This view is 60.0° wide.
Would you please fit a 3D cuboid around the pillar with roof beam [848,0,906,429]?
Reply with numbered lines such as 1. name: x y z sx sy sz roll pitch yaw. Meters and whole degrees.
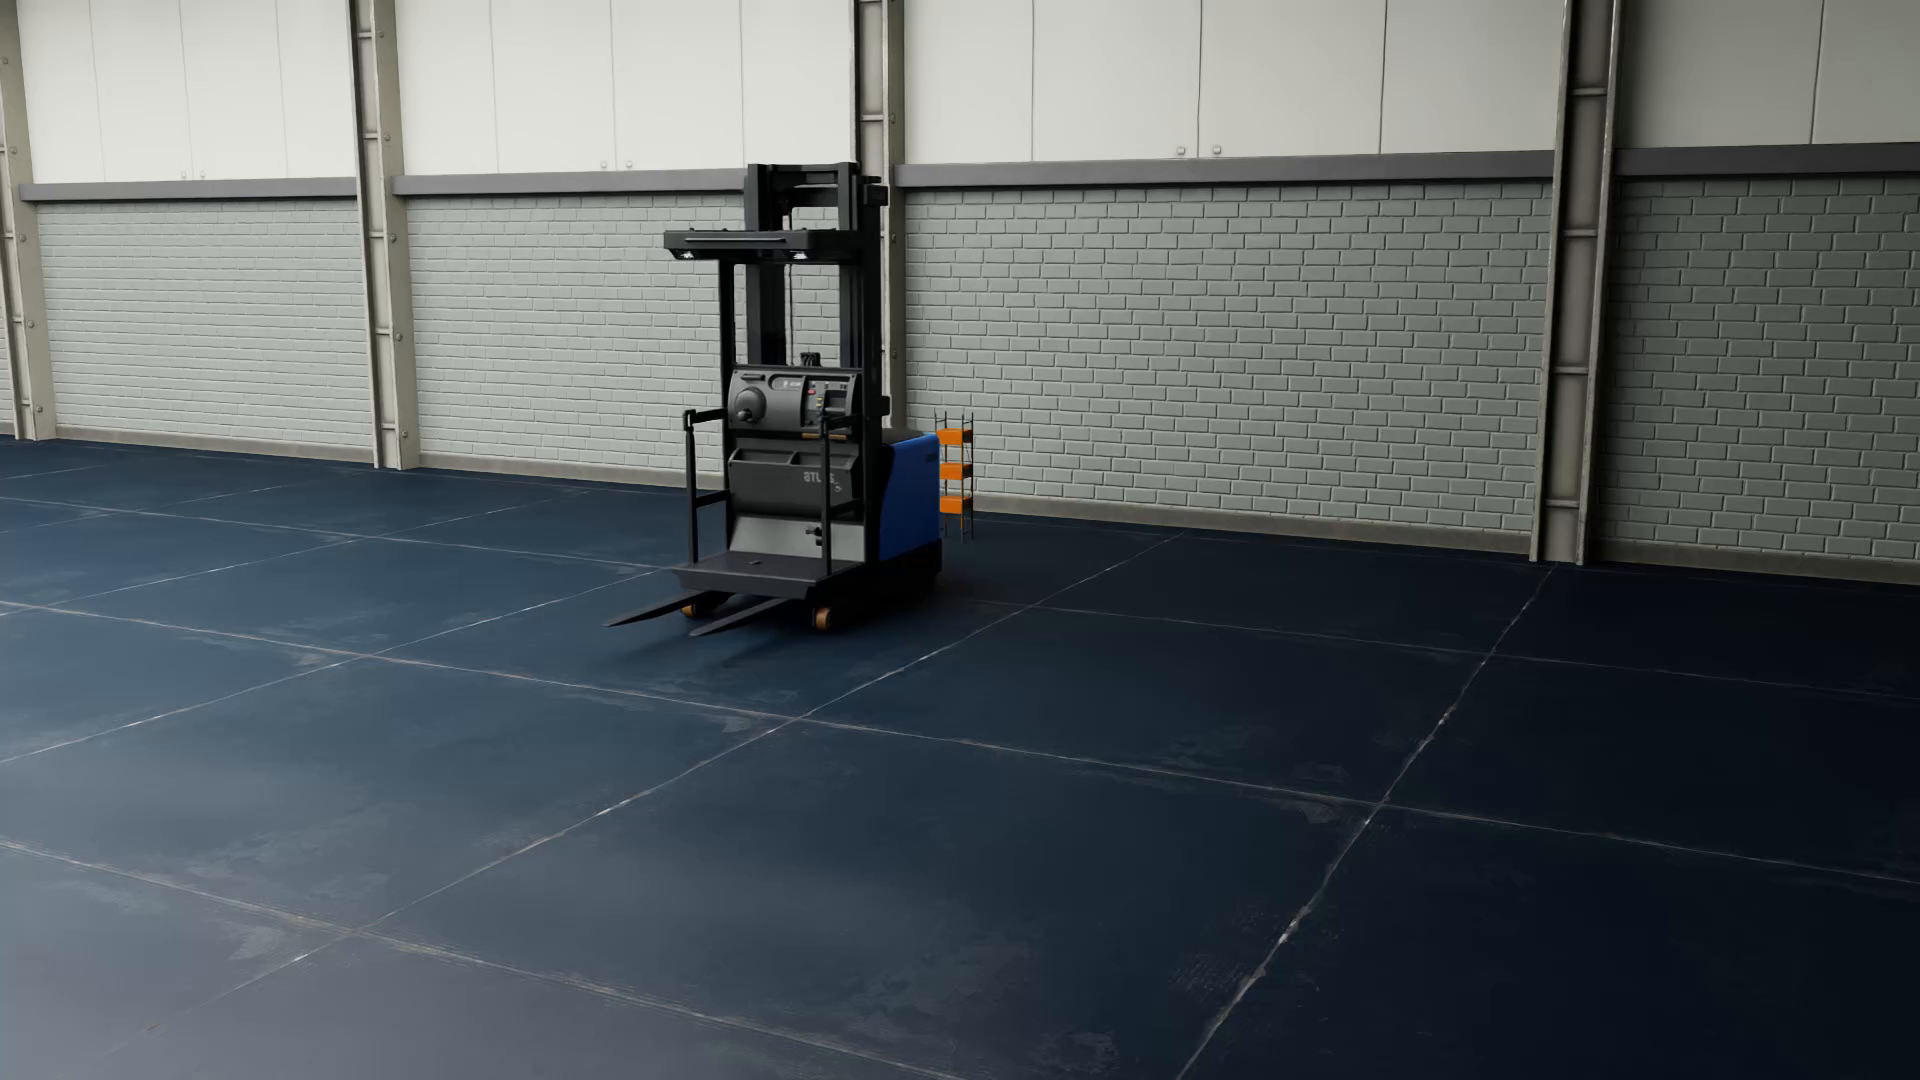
1. pillar with roof beam: -2.644 -4.061 10.898 0.400 9.000 9.100 5 11 26

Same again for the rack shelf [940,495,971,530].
1. rack shelf: -0.048 -0.237 13.711 0.240 0.259 0.215 5 11 26

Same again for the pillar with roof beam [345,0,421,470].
1. pillar with roof beam: -8.025 -4.533 13.510 0.400 9.000 9.100 5 11 26

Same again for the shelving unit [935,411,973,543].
1. shelving unit: -0.048 -0.521 13.660 0.252 1.050 0.215 5 11 26

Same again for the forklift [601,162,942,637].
1. forklift: -1.188 -0.949 10.744 1.130 2.935 3.031 4 11 23

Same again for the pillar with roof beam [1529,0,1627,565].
1. pillar with roof beam: 2.736 -3.588 8.286 0.400 9.000 9.100 5 11 26

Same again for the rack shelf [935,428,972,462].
1. rack shelf: -0.048 -0.790 13.611 0.240 0.259 0.215 5 11 26

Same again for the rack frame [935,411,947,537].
1. rack frame: -0.157 -0.530 13.713 0.008 1.050 0.200 5 11 26

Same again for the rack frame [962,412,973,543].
1. rack frame: 0.061 -0.511 13.607 0.008 1.050 0.200 5 11 26

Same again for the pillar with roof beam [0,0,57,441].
1. pillar with roof beam: -13.406 -5.006 16.123 0.400 9.000 9.100 5 11 26

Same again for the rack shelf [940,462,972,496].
1. rack shelf: -0.048 -0.510 13.662 0.240 0.259 0.215 5 11 26
